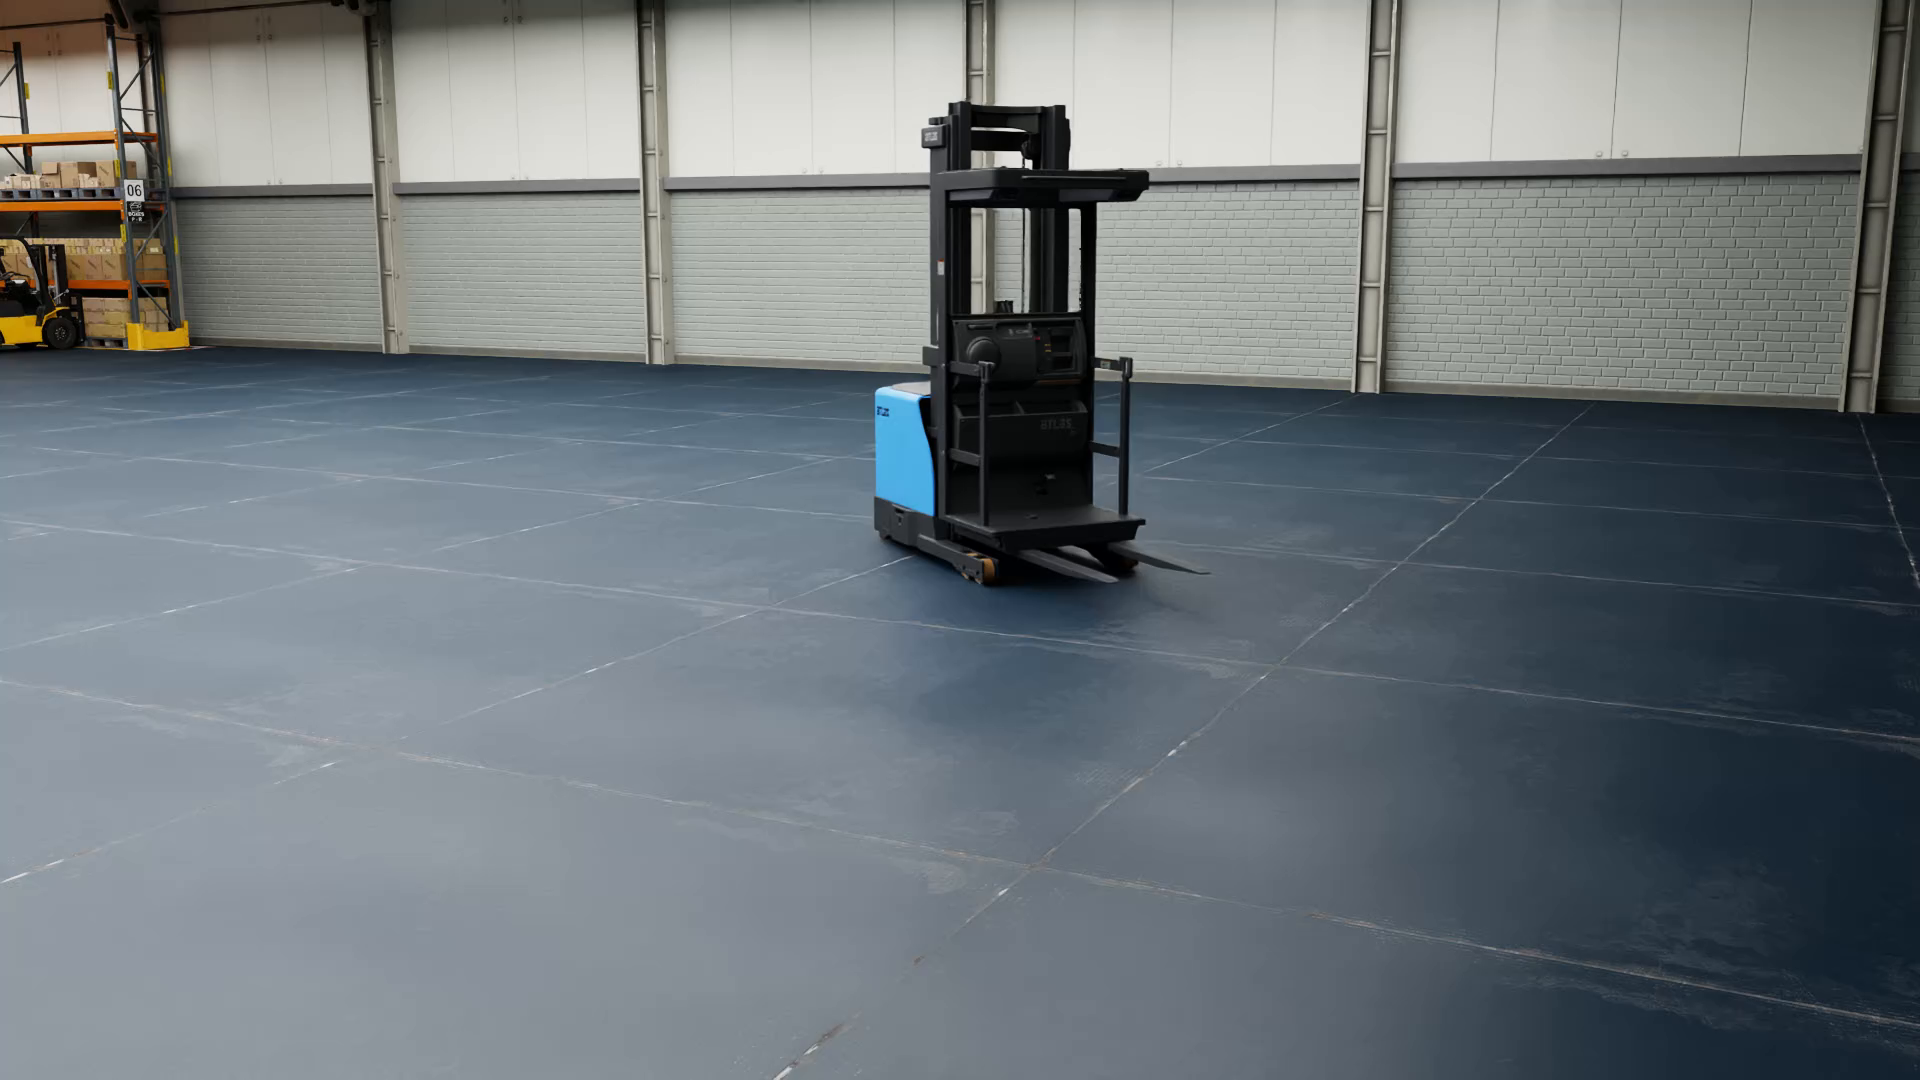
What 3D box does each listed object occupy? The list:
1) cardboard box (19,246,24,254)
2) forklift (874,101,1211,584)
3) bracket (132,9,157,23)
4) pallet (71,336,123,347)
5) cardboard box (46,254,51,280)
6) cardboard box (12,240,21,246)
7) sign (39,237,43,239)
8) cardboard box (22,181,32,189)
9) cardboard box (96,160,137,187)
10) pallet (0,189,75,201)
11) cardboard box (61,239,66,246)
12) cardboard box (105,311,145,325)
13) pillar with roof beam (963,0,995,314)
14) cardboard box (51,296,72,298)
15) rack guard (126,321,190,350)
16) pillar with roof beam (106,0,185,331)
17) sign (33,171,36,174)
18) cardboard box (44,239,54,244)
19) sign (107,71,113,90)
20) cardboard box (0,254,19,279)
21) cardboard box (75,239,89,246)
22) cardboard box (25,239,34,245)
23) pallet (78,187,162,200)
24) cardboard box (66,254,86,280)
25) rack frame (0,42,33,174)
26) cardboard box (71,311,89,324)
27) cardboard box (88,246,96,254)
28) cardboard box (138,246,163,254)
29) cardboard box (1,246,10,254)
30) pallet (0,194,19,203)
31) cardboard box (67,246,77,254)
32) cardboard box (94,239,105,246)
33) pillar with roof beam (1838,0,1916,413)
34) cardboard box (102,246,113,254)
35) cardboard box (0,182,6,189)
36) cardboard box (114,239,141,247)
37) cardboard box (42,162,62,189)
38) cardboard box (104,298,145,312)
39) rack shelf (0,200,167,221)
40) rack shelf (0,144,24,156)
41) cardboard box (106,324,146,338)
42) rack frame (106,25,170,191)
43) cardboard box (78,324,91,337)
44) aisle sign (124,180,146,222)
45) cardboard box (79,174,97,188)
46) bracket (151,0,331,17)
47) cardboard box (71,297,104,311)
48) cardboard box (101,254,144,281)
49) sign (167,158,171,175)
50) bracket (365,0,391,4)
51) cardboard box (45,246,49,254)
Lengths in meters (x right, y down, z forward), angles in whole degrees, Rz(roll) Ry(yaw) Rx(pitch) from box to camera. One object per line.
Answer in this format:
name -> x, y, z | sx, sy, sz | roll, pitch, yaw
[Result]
cardboard box -> -18.573, -5.806, 33.284 | 0.250, 0.149, 0.380 | 5, 11, 26
forklift -> 0.481, -1.257, 10.444 | 1.130, 2.935, 3.031 | -5, 11, -25
bracket -> -15.645, -10.058, 31.930 | 0.430, 0.232, 0.235 | 5, 11, 26
pallet -> -17.429, -4.003, 33.257 | 1.213, 0.211, 1.003 | 5, 11, 26
cardboard box -> -18.010, -5.435, 33.058 | 0.500, 0.500, 0.500 | 5, 11, 25
cardboard box -> -18.784, -5.980, 33.410 | 0.250, 0.149, 0.380 | 5, 11, 27
sign -> -18.977, -6.094, 34.329 | 0.005, 0.325, 0.100 | 5, 11, 26
cardboard box -> -18.264, -7.005, 32.833 | 0.250, 0.149, 0.380 | 5, 12, 28
cardboard box -> -16.139, -7.003, 31.836 | 0.500, 0.500, 0.500 | 5, 12, 28
pallet -> -18.445, -6.910, 33.314 | 1.213, 0.211, 1.003 | 5, 11, 26
cardboard box -> -17.427, -5.855, 32.720 | 0.250, 0.149, 0.380 | 5, 11, 27
cardboard box -> -16.209, -4.314, 32.280 | 0.500, 0.250, 0.500 | 5, 11, 25
pillar with roof beam -> -1.623, -6.270, 21.109 | 0.400, 9.000, 9.100 | 5, 11, 26
cardboard box -> -18.021, -4.719, 33.115 | 0.500, 0.250, 0.500 | 5, 12, 28
rack guard -> -15.613, -3.994, 32.393 | 0.348, 0.500, 1.175 | 5, 11, 26
pillar with roof beam -> -17.765, -7.689, 28.946 | 0.548, 9.000, 9.100 | 5, 11, 26
sign -> -18.977, -7.399, 34.092 | 0.005, 0.325, 0.100 | 5, 11, 26
cardboard box -> -17.877, -5.894, 32.938 | 0.250, 0.149, 0.380 | 5, 11, 26
sign -> -15.887, -8.591, 31.083 | 0.005, 0.325, 0.100 | 5, 11, 26
cardboard box -> -18.939, -5.513, 33.490 | 0.500, 0.500, 0.500 | 5, 11, 24
cardboard box -> -17.003, -5.800, 32.417 | 0.250, 0.149, 0.380 | 5, 12, 27
cardboard box -> -18.374, -5.921, 33.088 | 0.250, 0.149, 0.380 | 5, 12, 27
pallet -> -16.257, -6.718, 32.252 | 1.213, 0.211, 1.003 | 5, 11, 26
cardboard box -> -17.113, -5.354, 32.611 | 0.500, 0.500, 0.500 | 5, 11, 25
rack frame -> -19.221, -8.493, 33.388 | 0.127, 3.000, 1.000 | 5, 11, 26
cardboard box -> -17.126, -4.392, 32.714 | 0.500, 0.250, 0.500 | 5, 11, 25
cardboard box -> -16.734, -5.643, 32.388 | 0.250, 0.149, 0.380 | 5, 11, 25
cardboard box -> -15.824, -5.662, 32.491 | 0.250, 0.149, 0.380 | 5, 11, 24
cardboard box -> -19.052, -5.842, 33.485 | 0.250, 0.149, 0.380 | 5, 11, 25
pallet -> -20.018, -6.990, 34.045 | 1.217, 0.209, 0.805 | 5, 11, 24
cardboard box -> -17.230, -5.674, 32.555 | 0.250, 0.149, 0.380 | 5, 11, 26
cardboard box -> -16.530, -5.766, 32.227 | 0.250, 0.149, 0.380 | 5, 12, 27
pillar with roof beam -> 9.139, -5.325, 15.884 | 0.400, 9.000, 9.100 | 5, 11, 26
cardboard box -> -16.312, -5.592, 32.103 | 0.250, 0.149, 0.380 | 5, 12, 27
cardboard box -> -18.953, -7.065, 33.168 | 0.250, 0.149, 0.380 | 5, 12, 27
cardboard box -> -16.049, -5.735, 32.057 | 0.250, 0.149, 0.380 | 5, 11, 26
cardboard box -> -17.521, -7.153, 32.658 | 0.637, 0.503, 0.797 | 5, 12, 28
cardboard box -> -16.185, -4.558, 32.224 | 0.500, 0.250, 0.500 | 5, 12, 28
rack shelf -> -17.428, -6.505, 32.848 | 4.000, 0.370, 1.077 | 5, 11, 26
rack shelf -> -21.015, -8.100, 34.358 | 4.000, 0.370, 1.077 | 5, 11, 26
cardboard box -> -16.195, -4.066, 32.314 | 0.500, 0.250, 0.500 | 5, 11, 26
rack frame -> -15.634, -8.178, 31.646 | 0.127, 3.000, 1.000 | 5, 11, 26
cardboard box -> -17.082, -4.147, 32.765 | 0.500, 0.250, 0.500 | 5, 11, 26
aisle sign -> -15.705, -6.453, 31.661 | 0.004, 0.787, 0.394 | 5, 11, 26
cardboard box -> -16.739, -6.928, 32.082 | 0.258, 0.266, 0.396 | 5, 11, 26
bracket -> -13.319, -9.854, 30.801 | 4.783, 0.066, 0.076 | 5, 11, 26
cardboard box -> -17.103, -4.635, 32.652 | 0.500, 0.250, 0.500 | 5, 11, 27
cardboard box -> -16.192, -5.272, 32.154 | 0.500, 0.500, 0.500 | 5, 11, 25
sign -> -15.383, -7.259, 32.316 | 0.005, 0.325, 0.100 | 5, 11, 26
bracket -> -10.264, -9.585, 29.318 | 0.430, 0.232, 0.235 | 5, 11, 26
cardboard box -> -17.917, -5.737, 32.902 | 0.250, 0.149, 0.380 | 5, 11, 24
